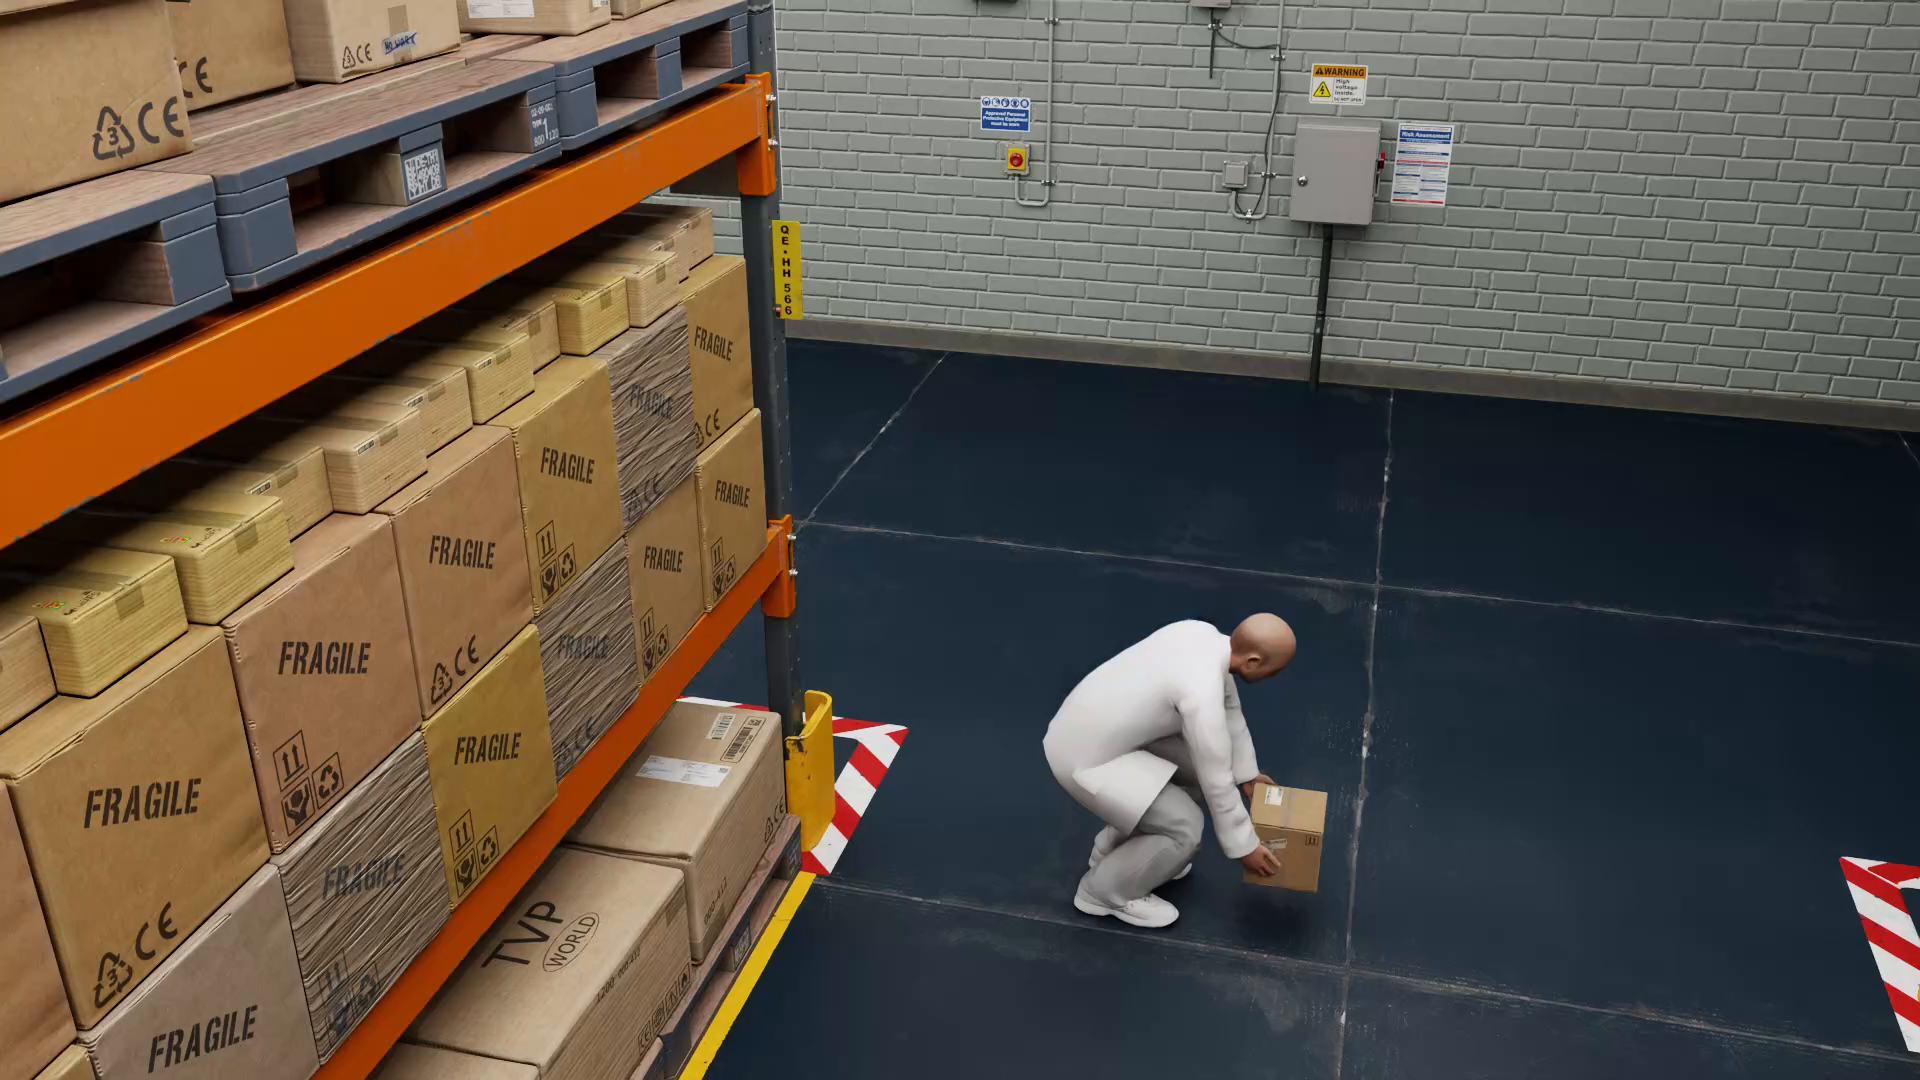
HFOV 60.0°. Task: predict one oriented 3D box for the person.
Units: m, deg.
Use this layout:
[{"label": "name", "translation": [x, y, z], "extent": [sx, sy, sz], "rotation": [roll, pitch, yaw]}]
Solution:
[{"label": "person", "translation": [0.718, 0.758, 5.770], "extent": [0.850, 1.129, 0.620], "rotation": [6, 26, 13]}]
